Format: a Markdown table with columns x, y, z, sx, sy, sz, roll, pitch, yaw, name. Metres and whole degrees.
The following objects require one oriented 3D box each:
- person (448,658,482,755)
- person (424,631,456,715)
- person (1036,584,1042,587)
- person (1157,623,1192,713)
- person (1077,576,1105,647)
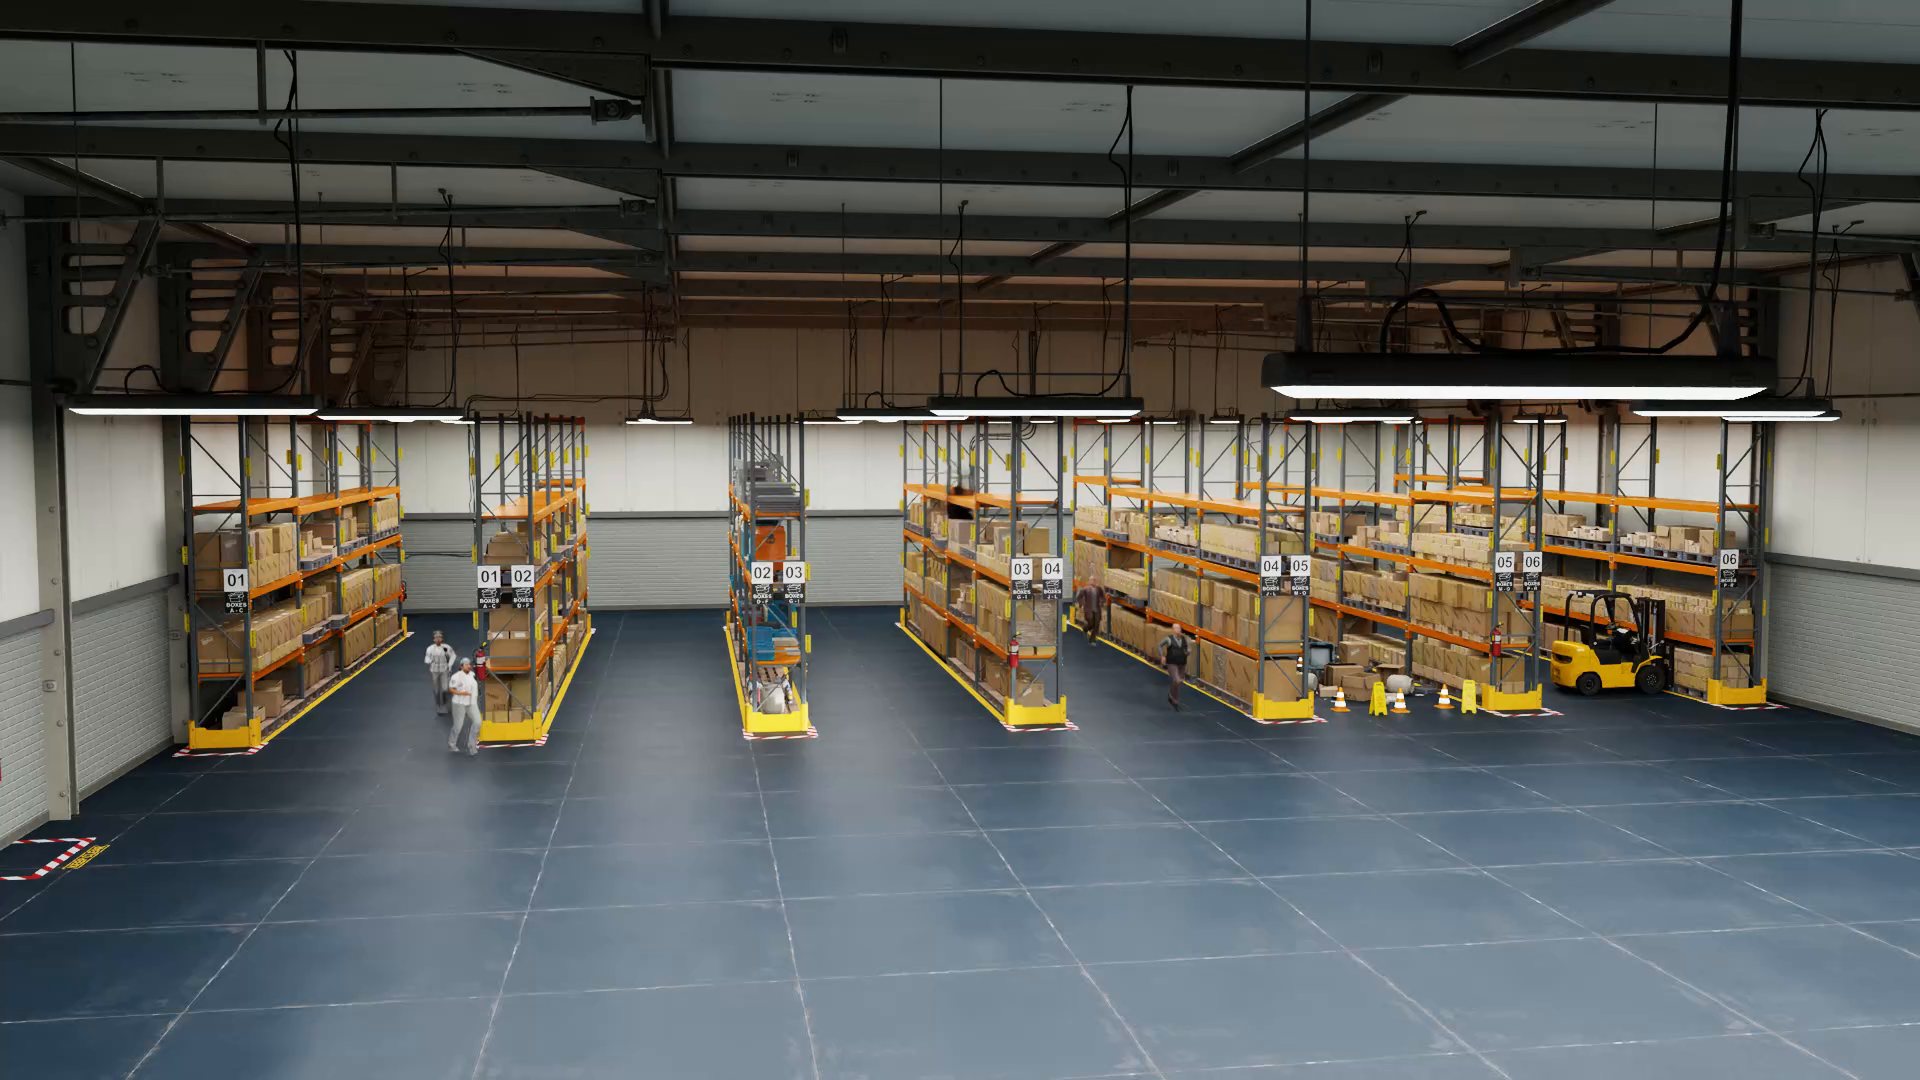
| x | y | z | sx | sy | sz | roll | pitch | yaw | name |
| --- | --- | --- | --- | --- | --- | --- | --- | --- | --- |
| -8.669 | 2.913 | 29.171 | 0.627 | 1.702 | 0.618 | 4 | 5 | 43 | person |
| -10.319 | 2.639 | 33.004 | 0.596 | 1.690 | 0.614 | -1 | 4 | -14 | person |
| 2.368 | 1.734 | 46.128 | 0.708 | 1.731 | 0.615 | 0 | 4 | 1 | person |
| 4.374 | 2.567 | 33.671 | 0.629 | 1.772 | 0.766 | -2 | 4 | -25 | person |
| 3.282 | 1.761 | 41.286 | 0.710 | 1.742 | 0.637 | -1 | 4 | -13 | person |
